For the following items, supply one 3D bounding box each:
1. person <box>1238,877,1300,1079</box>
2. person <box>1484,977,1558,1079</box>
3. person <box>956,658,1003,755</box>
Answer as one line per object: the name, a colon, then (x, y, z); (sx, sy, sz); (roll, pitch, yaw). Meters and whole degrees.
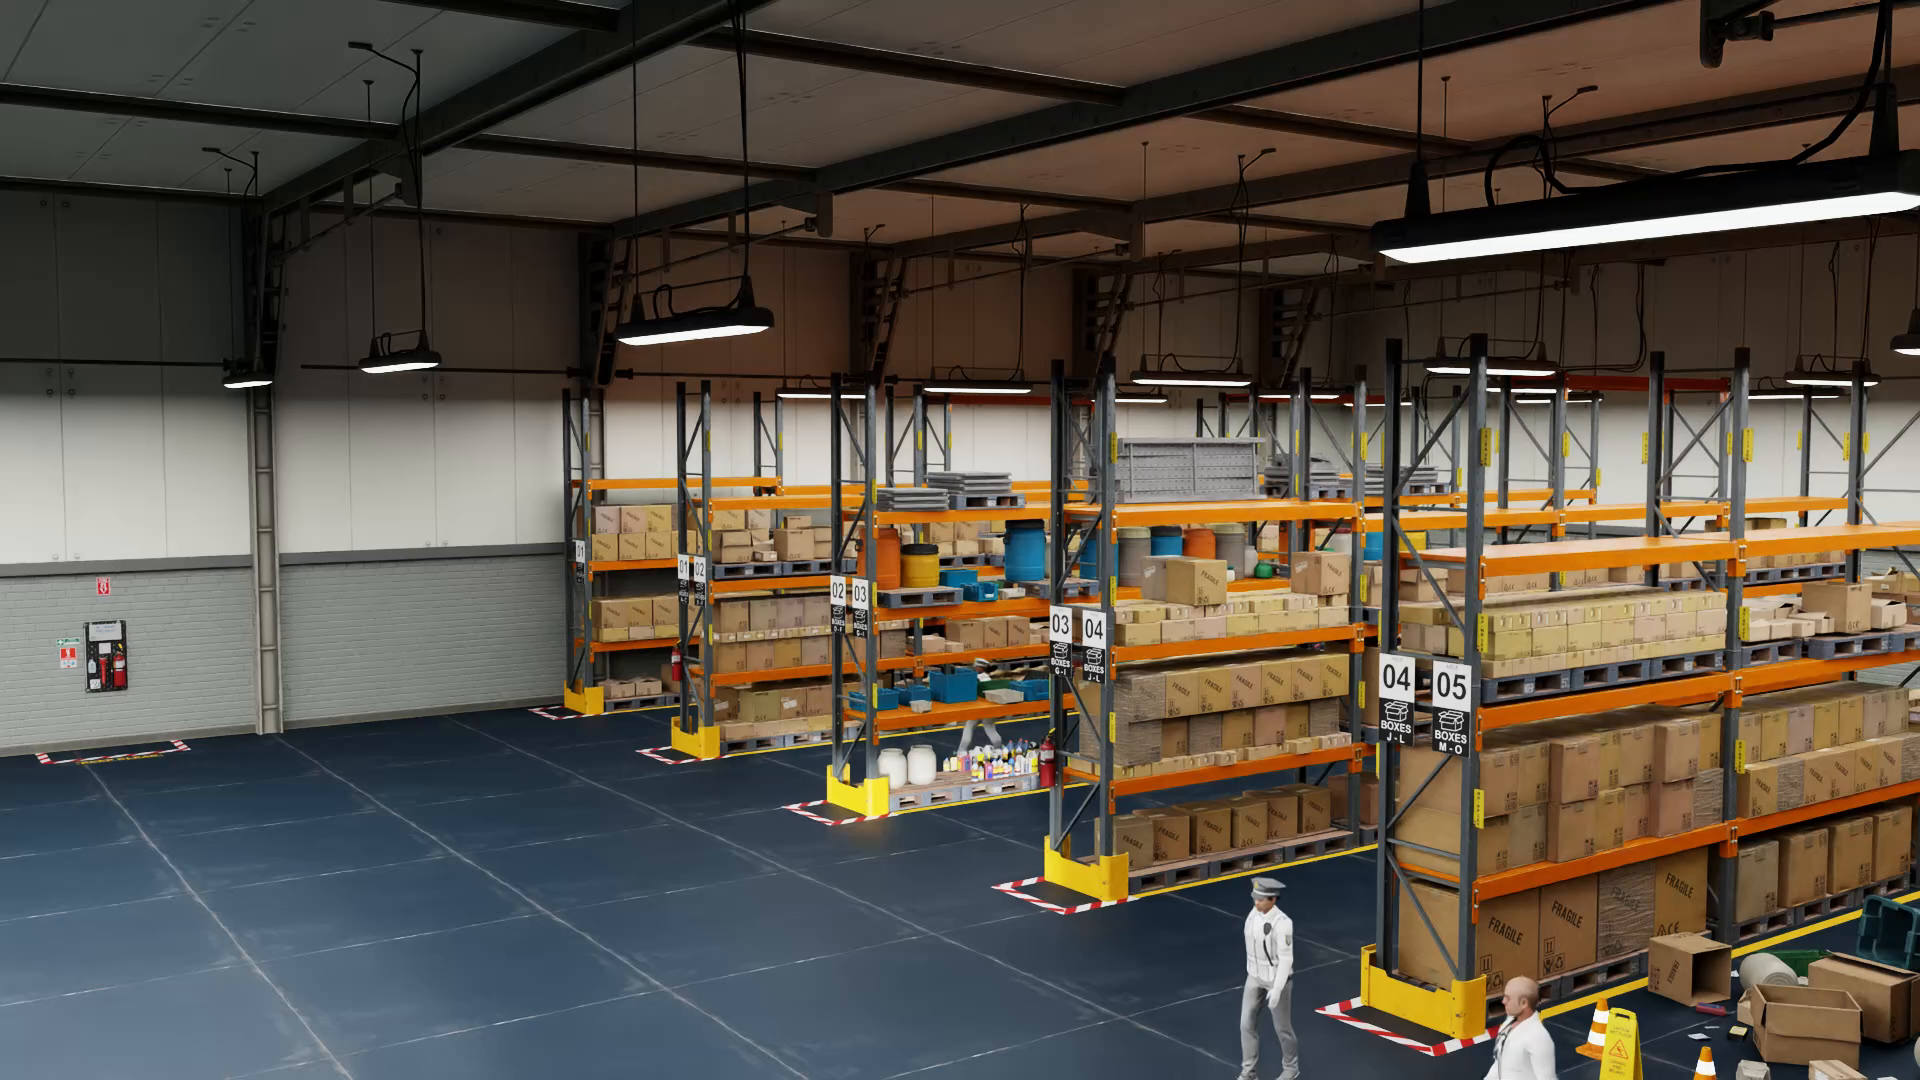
person: (2.428, 3.502, 13.111); (0.625, 1.693, 0.530); (-3, 4, -35)
person: (3.464, 3.606, 10.509); (1.133, 1.722, 0.625); (0, 4, 6)
person: (0.272, 2.654, 26.054); (0.956, 1.633, 0.462); (-2, 4, -25)
